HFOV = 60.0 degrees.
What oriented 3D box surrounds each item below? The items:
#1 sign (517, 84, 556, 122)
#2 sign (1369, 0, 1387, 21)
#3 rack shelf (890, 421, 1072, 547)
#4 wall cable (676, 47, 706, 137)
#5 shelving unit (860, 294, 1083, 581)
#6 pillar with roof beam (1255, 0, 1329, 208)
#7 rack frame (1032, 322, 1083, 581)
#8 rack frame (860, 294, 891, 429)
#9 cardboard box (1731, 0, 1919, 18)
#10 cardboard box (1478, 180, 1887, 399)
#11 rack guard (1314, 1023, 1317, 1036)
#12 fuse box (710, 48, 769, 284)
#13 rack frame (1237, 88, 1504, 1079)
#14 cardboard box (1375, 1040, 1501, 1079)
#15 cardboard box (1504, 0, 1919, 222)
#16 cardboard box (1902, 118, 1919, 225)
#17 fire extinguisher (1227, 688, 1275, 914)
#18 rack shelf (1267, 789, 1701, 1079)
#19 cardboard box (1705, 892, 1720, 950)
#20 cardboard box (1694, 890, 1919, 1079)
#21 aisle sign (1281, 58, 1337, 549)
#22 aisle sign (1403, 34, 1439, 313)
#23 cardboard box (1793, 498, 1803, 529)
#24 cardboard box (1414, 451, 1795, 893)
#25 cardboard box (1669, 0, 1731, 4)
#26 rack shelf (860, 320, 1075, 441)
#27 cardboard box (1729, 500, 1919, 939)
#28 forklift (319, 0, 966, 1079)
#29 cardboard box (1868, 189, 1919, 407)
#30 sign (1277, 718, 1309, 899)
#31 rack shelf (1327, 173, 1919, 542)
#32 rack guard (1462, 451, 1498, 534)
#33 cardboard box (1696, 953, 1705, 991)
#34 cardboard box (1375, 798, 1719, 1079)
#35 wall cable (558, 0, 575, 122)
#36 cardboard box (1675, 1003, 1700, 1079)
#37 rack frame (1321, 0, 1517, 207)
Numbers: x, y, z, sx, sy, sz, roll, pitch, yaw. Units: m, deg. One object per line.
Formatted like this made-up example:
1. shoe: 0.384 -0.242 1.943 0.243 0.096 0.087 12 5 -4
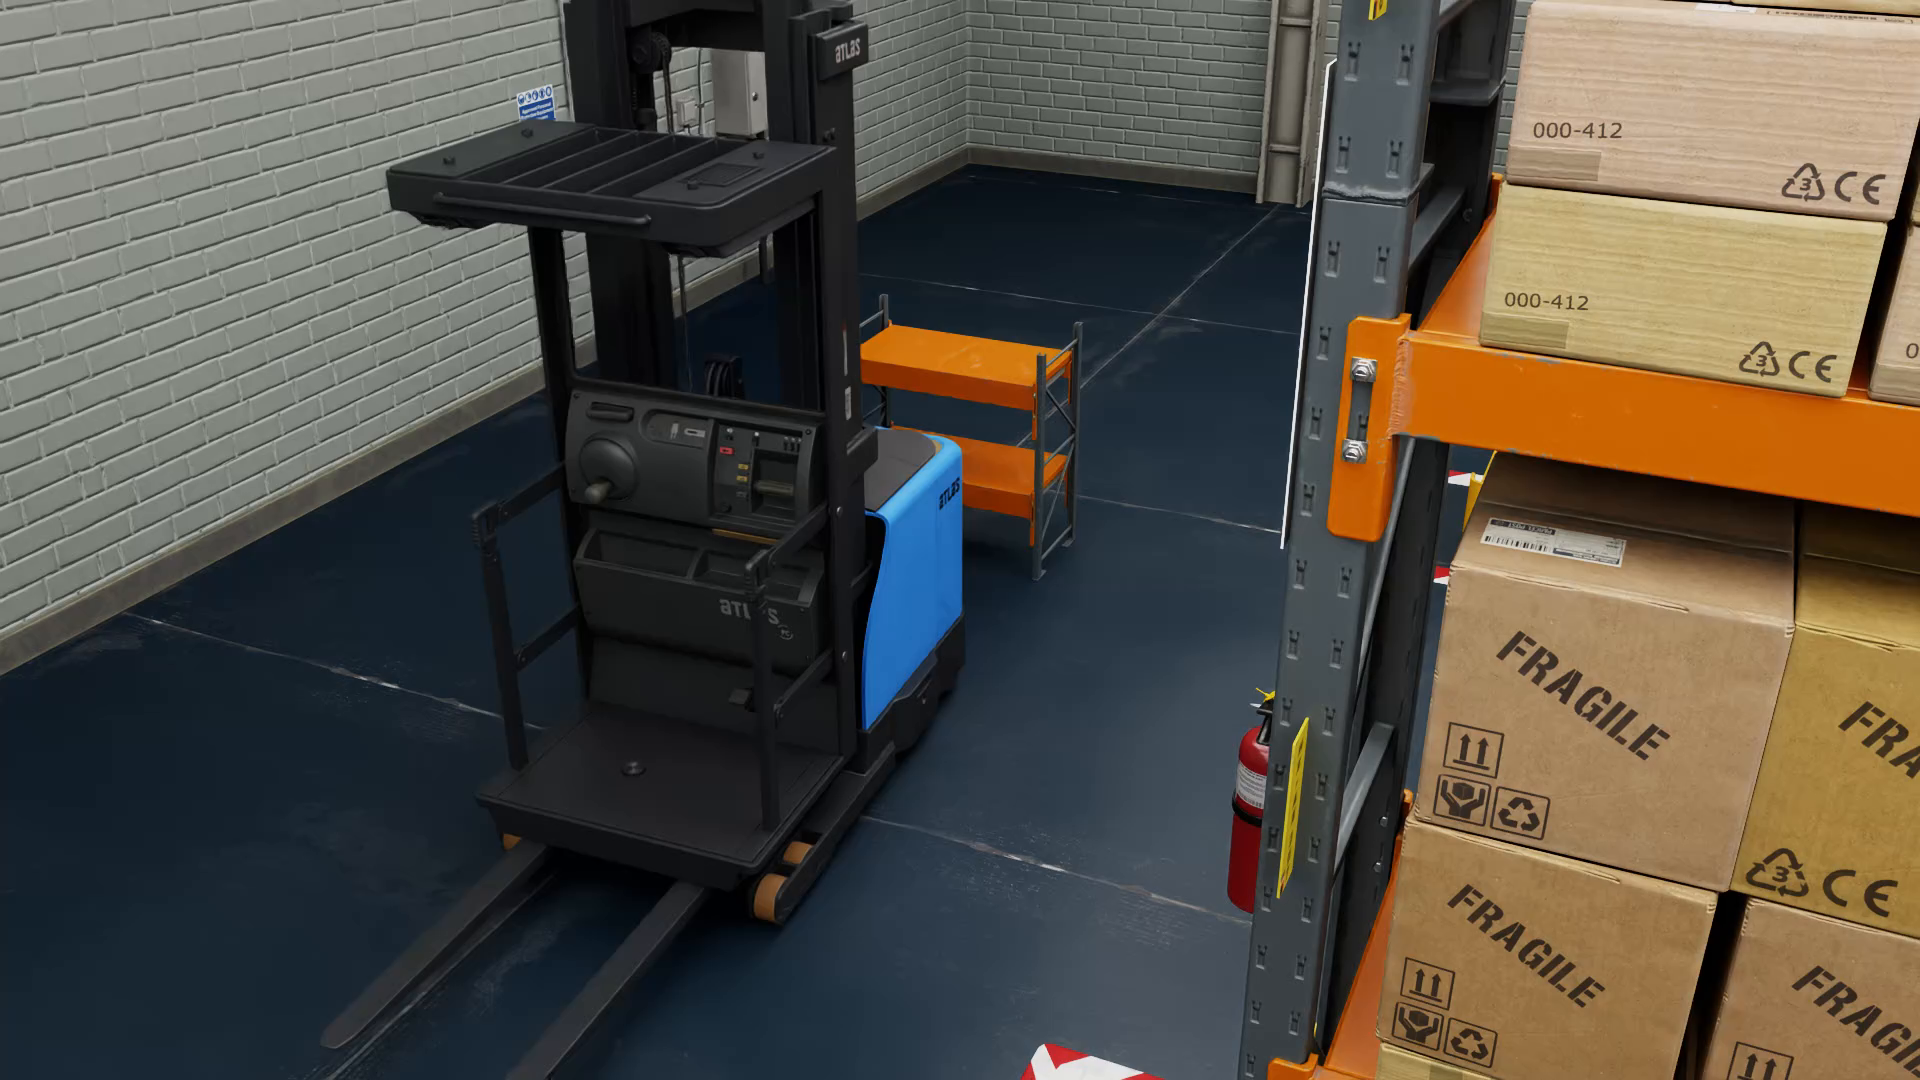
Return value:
1. sign: -2.453 -2.502 9.630 0.001 0.218 0.327 11 28 22
2. sign: 0.584 -0.878 2.253 0.005 0.325 0.100 11 28 22
3. rack shelf: -0.006 -0.287 8.112 1.000 0.278 0.538 11 28 22
4. wall cable: -1.800 -3.417 10.645 0.122 1.984 0.588 11 28 22
5. shelving unit: -0.006 -0.506 8.004 1.048 1.125 0.538 11 28 22
6. pillar with roof beam: 0.954 -5.180 8.583 0.400 9.000 9.100 11 28 22
7. rack frame: 0.457 -0.413 7.815 0.032 1.125 0.500 11 28 22
8. rack frame: -0.469 -0.599 8.193 0.032 1.125 0.500 11 28 22
9. cardboard box: 1.234 -0.836 2.308 0.250 0.149 0.380 13 29 24
10. cardboard box: 1.112 -0.452 2.547 0.500 0.250 0.500 12 29 24
11. rack guard: 0.878 1.777 4.076 0.348 0.500 1.175 11 28 22
12. fuse box: -1.375 -2.629 11.653 0.414 1.711 0.539 11 28 22
13. rack frame: 0.809 0.641 3.552 0.127 3.000 1.000 11 28 22
14. cardboard box: 0.968 0.945 3.219 0.250 0.149 0.380 11 28 21
15. cardboard box: 1.110 -0.675 2.433 0.500 0.250 0.500 12 29 23
16. cardboard box: 1.576 -0.582 2.244 0.500 0.250 0.500 11 28 21
17. fire extinguisher: 0.770 0.612 4.122 0.183 0.674 0.296 11 28 22
18. rack shelf: 2.629 1.330 2.968 4.000 0.370 1.077 11 28 22
19. cardboard box: 1.791 0.538 3.312 0.500 0.500 0.500 11 28 21
20. cardboard box: 1.601 0.744 2.894 0.500 0.500 0.500 11 28 22
21. aisle sign: 0.618 -0.418 2.760 0.004 0.787 0.394 11 28 22
22. aisle sign: 0.866 -0.659 3.250 0.004 0.787 0.394 11 28 22
23. cardboard box: 1.328 -0.002 3.276 0.500 0.500 0.500 11 28 21
24. cardboard box: 1.108 0.203 2.860 0.500 0.500 0.500 11 28 21
25. cardboard box: 1.009 -0.890 2.417 0.250 0.149 0.380 11 28 21
26. rack shelf: -0.006 -0.768 7.875 1.000 0.278 0.538 11 28 22
27. cardboard box: 1.569 0.293 2.677 0.500 0.500 0.500 12 29 23
28. forklift: -0.986 -0.230 5.399 1.130 2.935 3.031 10 28 19
29. cardboard box: 1.589 -0.354 2.348 0.500 0.250 0.500 12 29 23
30. sign: 0.584 0.471 2.917 0.005 0.325 0.100 11 28 22
31. rack shelf: 2.629 -0.016 2.305 4.000 0.370 1.077 11 28 22
32. rack guard: 2.744 -0.251 8.193 0.348 0.500 1.175 11 28 22
33. cardboard box: 1.668 0.800 3.513 0.250 0.149 0.380 11 28 21
34. cardboard box: 1.103 0.656 3.072 0.500 0.500 0.500 13 29 24
35. wall cable: -2.377 -2.859 9.475 0.123 1.953 0.585 11 28 22
36. cardboard box: 1.439 1.046 3.015 0.250 0.149 0.380 11 28 20
37. rack frame: 0.809 -2.050 2.227 0.127 3.000 1.000 11 28 22
